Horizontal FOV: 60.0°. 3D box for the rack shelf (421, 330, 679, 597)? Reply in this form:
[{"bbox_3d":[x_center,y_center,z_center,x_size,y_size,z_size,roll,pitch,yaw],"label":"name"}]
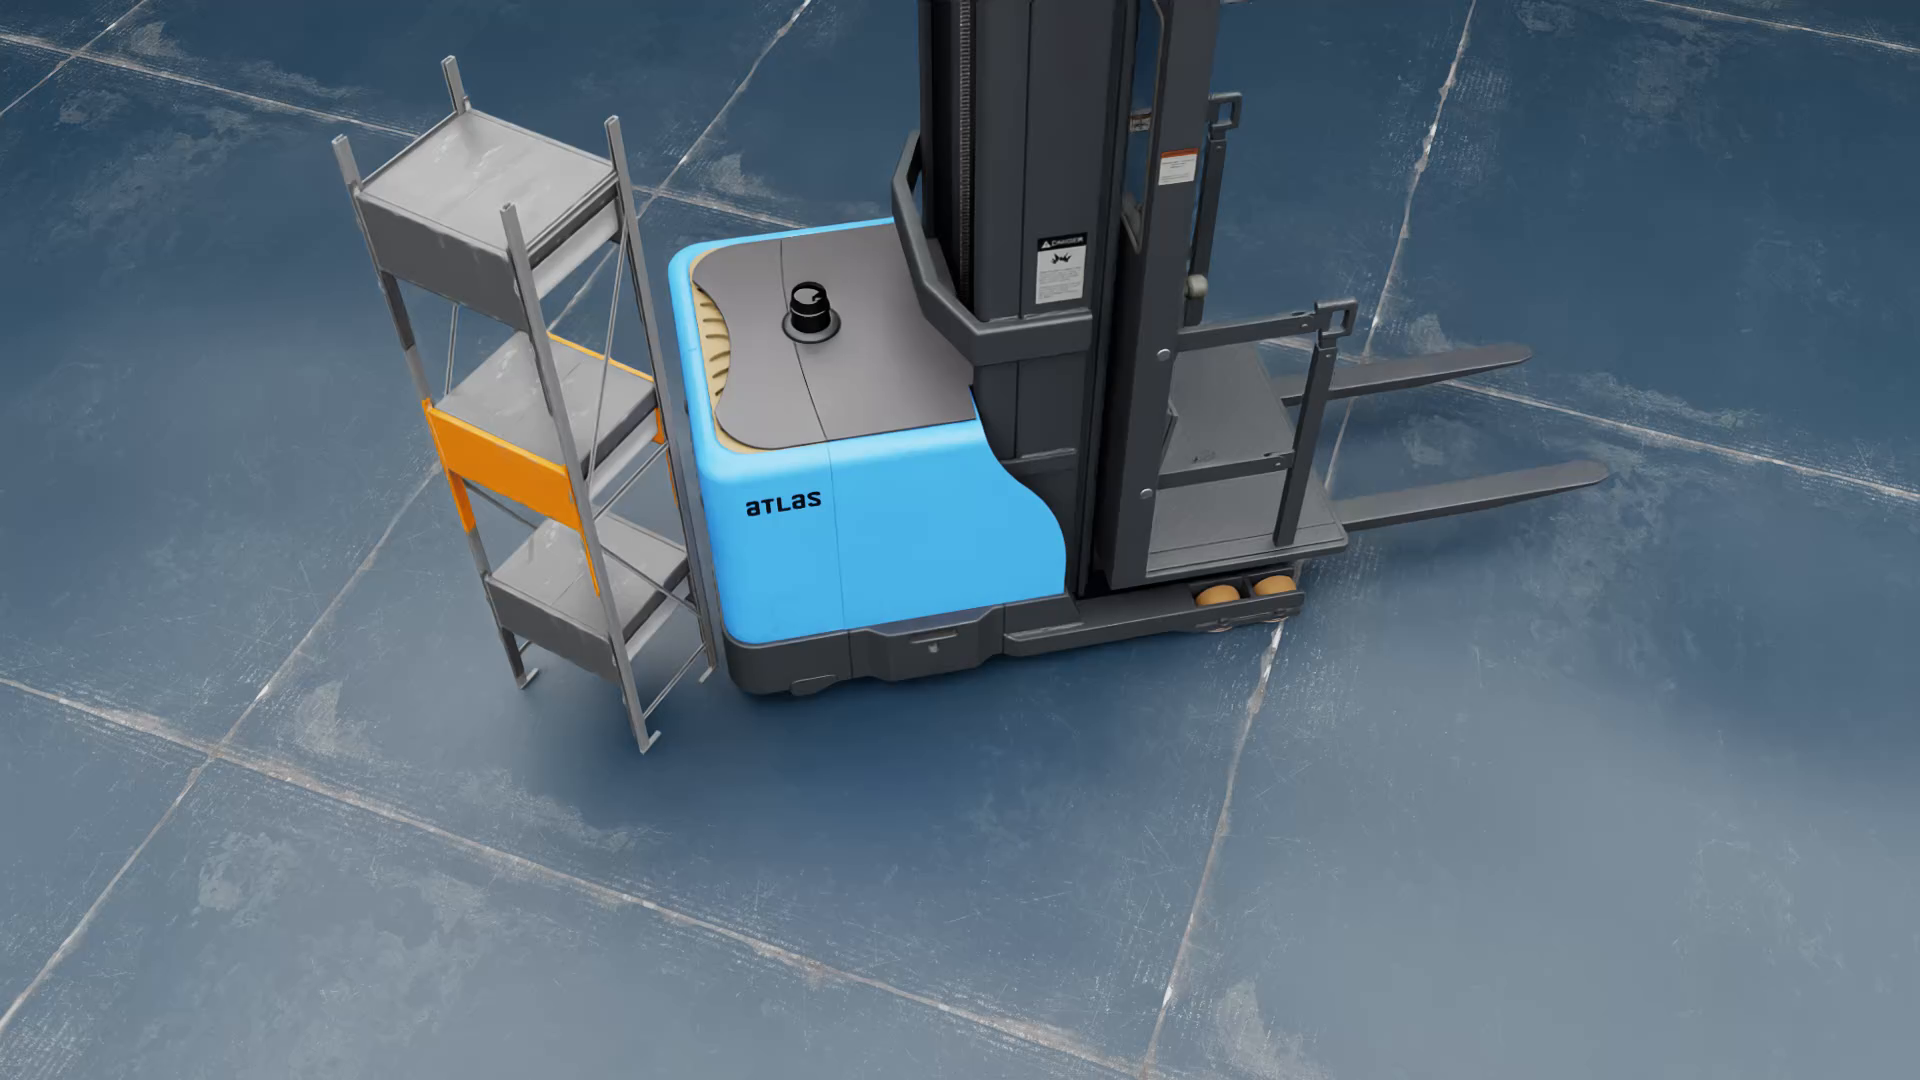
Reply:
[{"bbox_3d":[-1.101,-0.237,4.584,0.480,0.518,0.431,24,53,19],"label":"rack shelf"}]

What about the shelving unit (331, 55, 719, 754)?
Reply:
[{"bbox_3d":[-1.101,-0.246,4.574,0.503,2.100,0.431,24,53,19],"label":"shelving unit"}]

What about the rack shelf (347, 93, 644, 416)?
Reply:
[{"bbox_3d":[-1.101,-0.696,4.055,0.480,0.518,0.431,24,53,19],"label":"rack shelf"}]

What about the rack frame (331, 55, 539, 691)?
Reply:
[{"bbox_3d":[-1.312,-0.338,4.654,0.015,2.100,0.400,24,53,19],"label":"rack frame"}]

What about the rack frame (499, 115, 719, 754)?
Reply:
[{"bbox_3d":[-0.889,-0.154,4.494,0.015,2.100,0.400,24,53,19],"label":"rack frame"}]

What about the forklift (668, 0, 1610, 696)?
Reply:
[{"bbox_3d":[0.660,-1.040,4.711,3.031,2.935,1.130,-9,50,-8],"label":"forklift"}]

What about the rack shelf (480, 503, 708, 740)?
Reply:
[{"bbox_3d":[-1.101,0.221,5.113,0.480,0.518,0.431,24,53,19],"label":"rack shelf"}]
